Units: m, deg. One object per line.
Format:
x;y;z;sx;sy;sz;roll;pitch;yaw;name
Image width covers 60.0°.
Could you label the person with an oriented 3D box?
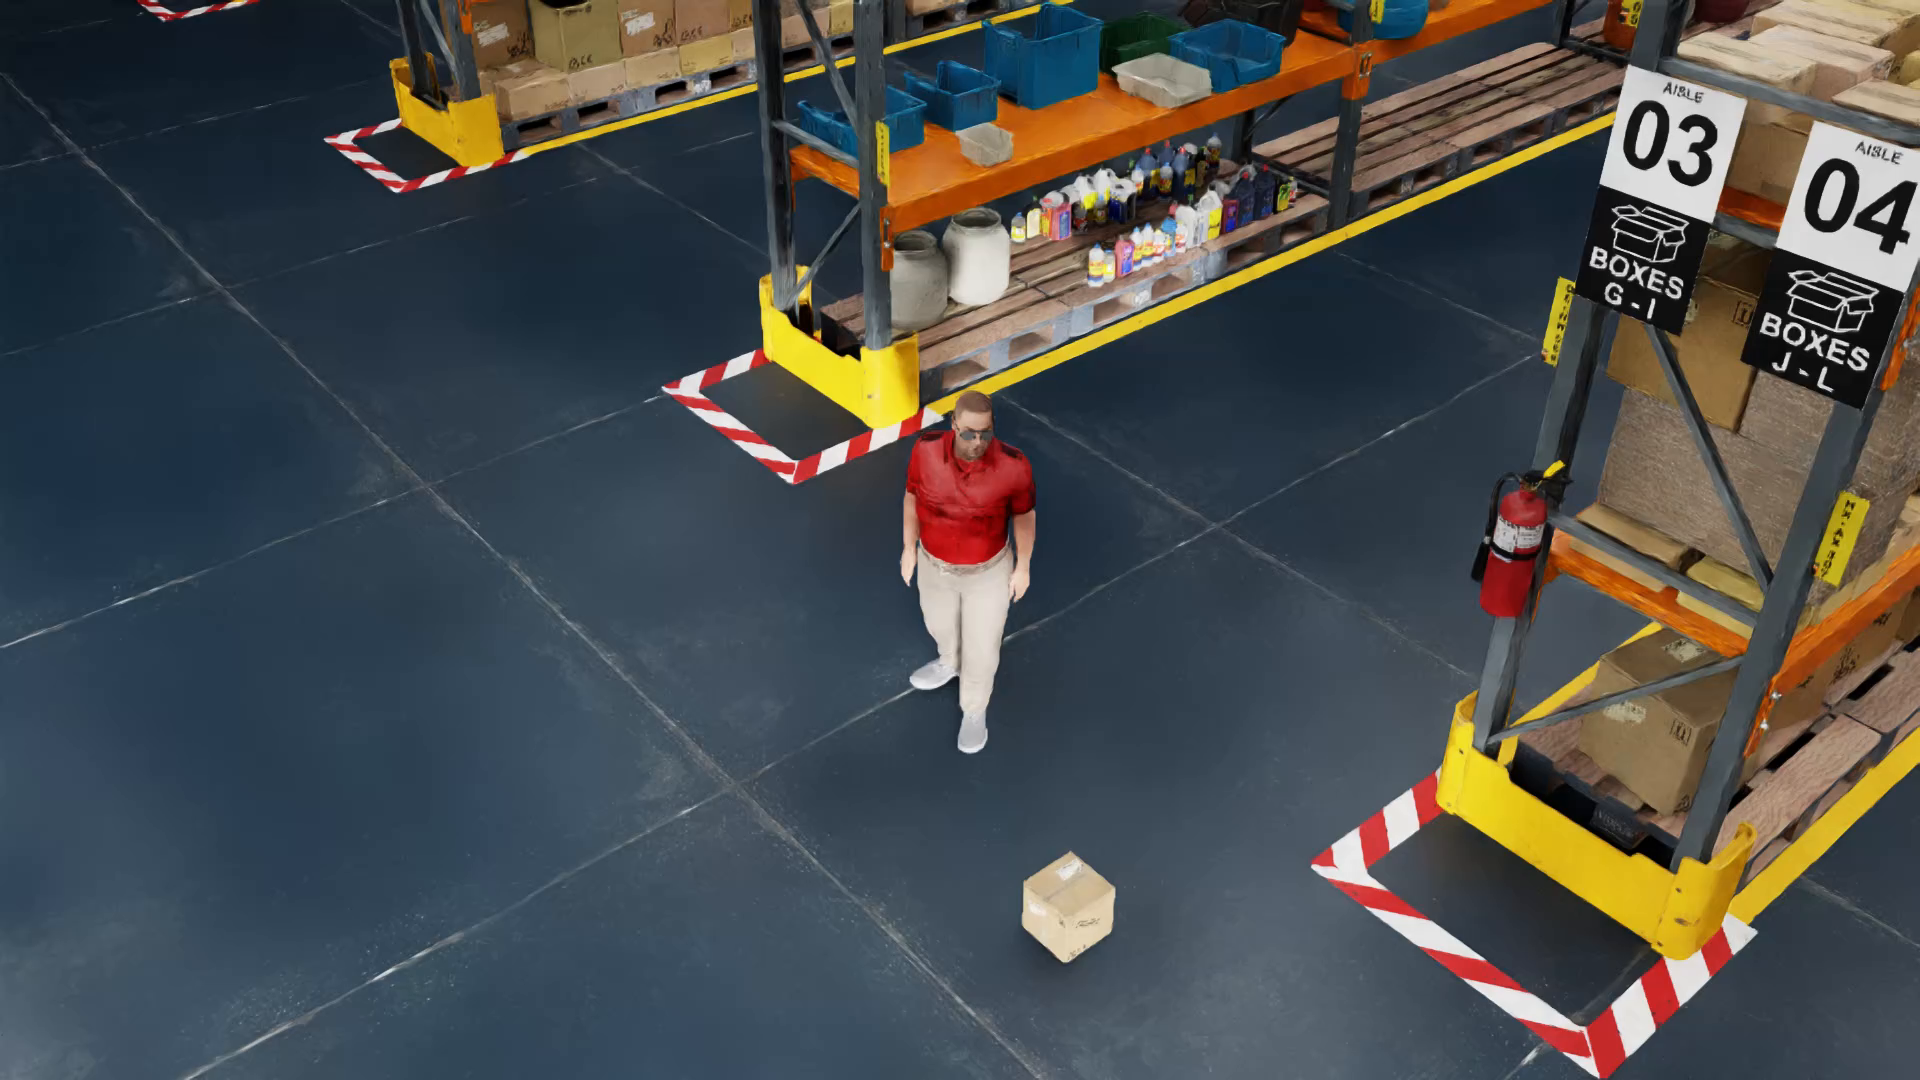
0.032;0.066;7.007;0.585;1.714;0.577;11;37;14;person
